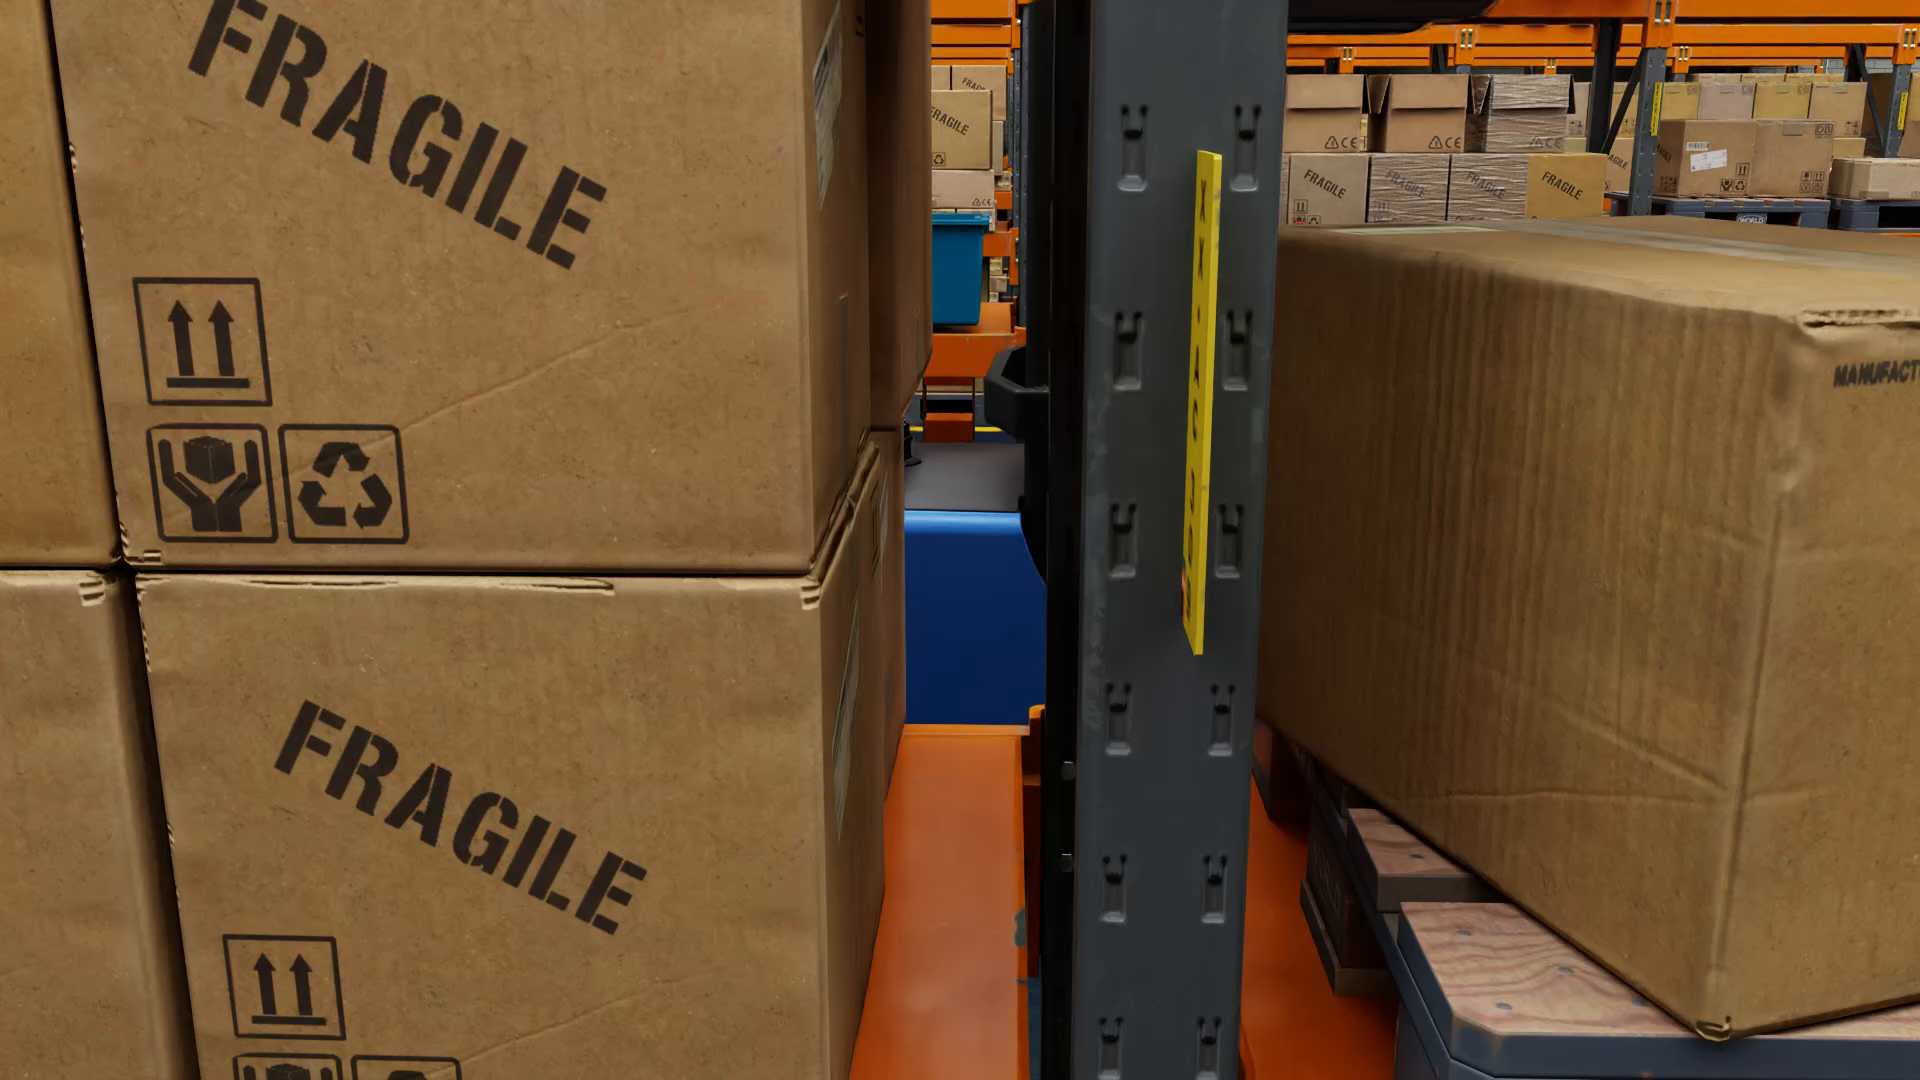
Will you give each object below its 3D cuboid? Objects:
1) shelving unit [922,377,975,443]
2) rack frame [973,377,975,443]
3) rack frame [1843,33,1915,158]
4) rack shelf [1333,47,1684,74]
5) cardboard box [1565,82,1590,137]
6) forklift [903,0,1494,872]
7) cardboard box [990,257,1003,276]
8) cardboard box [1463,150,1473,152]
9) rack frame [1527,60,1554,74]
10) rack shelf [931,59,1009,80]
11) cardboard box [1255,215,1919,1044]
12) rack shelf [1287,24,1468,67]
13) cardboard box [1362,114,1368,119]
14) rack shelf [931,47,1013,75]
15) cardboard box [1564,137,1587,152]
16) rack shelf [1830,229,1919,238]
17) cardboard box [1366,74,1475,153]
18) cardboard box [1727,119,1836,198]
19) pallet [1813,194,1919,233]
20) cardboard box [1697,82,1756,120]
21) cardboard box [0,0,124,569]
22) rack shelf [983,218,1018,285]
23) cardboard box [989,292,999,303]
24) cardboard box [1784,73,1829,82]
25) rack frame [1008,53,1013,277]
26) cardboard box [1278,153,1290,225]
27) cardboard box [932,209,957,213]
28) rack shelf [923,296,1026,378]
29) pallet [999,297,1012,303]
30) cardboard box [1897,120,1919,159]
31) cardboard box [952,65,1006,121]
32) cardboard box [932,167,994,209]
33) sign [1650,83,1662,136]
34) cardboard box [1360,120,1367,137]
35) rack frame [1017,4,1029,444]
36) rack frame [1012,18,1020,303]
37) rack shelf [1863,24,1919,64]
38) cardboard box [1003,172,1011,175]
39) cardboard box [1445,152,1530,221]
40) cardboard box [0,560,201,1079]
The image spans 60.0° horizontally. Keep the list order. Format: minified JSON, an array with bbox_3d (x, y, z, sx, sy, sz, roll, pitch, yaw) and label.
[{"bbox_3d":[-0.054,-0.508,8.207,0.252,1.050,0.215,0,15,1],"label":"shelving unit"},{"bbox_3d":[0.068,-0.507,8.204,0.008,1.050,0.200,0,15,1],"label":"rack frame"},{"bbox_3d":[8.648,-3.550,15.914,0.127,3.000,1.000,0,15,1],"label":"rack frame"},{"bbox_3d":[6.674,-5.928,20.460,4.000,0.370,1.077,0,15,1],"label":"rack shelf"},{"bbox_3d":[5.603,-4.099,15.841,0.500,0.500,0.700,0,15,1],"label":"cardboard box"},{"bbox_3d":[0.914,-0.549,4.676,3.031,2.935,1.130,1,15,5],"label":"forklift"},{"bbox_3d":[0.288,-2.650,16.103,0.250,0.149,0.380,1,15,3],"label":"cardboard box"},{"bbox_3d":[3.427,-2.435,11.494,0.500,0.500,0.500,0,15,0],"label":"cardboard box"},{"bbox_3d":[8.796,-6.079,25.500,0.127,3.000,1.000,0,15,1],"label":"rack frame"},{"bbox_3d":[-1.201,-7.246,25.456,4.000,0.370,1.077,0,15,1],"label":"rack shelf"},{"bbox_3d":[0.634,-0.003,1.451,0.500,0.500,0.700,-5,16,-17],"label":"cardboard box"},{"bbox_3d":[2.650,-4.691,15.772,4.000,0.370,1.077,0,15,1],"label":"rack shelf"},{"bbox_3d":[5.118,-5.172,20.461,0.500,0.500,0.500,0,15,0],"label":"cardboard box"},{"bbox_3d":[-1.324,-5.980,20.658,4.000,0.370,1.077,0,15,1],"label":"rack shelf"},{"bbox_3d":[5.599,-3.550,15.719,0.500,0.500,0.500,0,15,1],"label":"cardboard box"},{"bbox_3d":[6.421,-1.951,11.264,4.000,0.370,1.077,0,15,1],"label":"rack shelf"},{"bbox_3d":[3.039,-2.859,11.133,0.637,0.503,0.797,1,15,3],"label":"cardboard box"},{"bbox_3d":[5.523,-2.591,11.263,0.500,0.500,0.700,3,15,10],"label":"cardboard box"},{"bbox_3d":[6.401,-2.216,11.236,1.213,0.211,1.003,0,15,1],"label":"pallet"},{"bbox_3d":[7.132,-4.089,15.804,0.500,0.500,0.700,0,15,2],"label":"cardboard box"},{"bbox_3d":[-0.859,-0.283,1.377,0.500,0.500,0.500,0,15,0],"label":"cardboard box"},{"bbox_3d":[-1.577,-2.003,11.461,4.000,0.370,1.077,0,15,1],"label":"rack shelf"},{"bbox_3d":[0.250,-2.342,16.102,0.250,0.149,0.380,1,15,2],"label":"cardboard box"},{"bbox_3d":[10.119,-5.411,20.231,0.500,0.500,0.700,0,15,0],"label":"cardboard box"},{"bbox_3d":[0.676,-4.865,20.899,0.127,3.000,1.000,0,15,1],"label":"rack frame"},{"bbox_3d":[1.879,-2.313,11.030,0.500,0.500,0.500,0,15,0],"label":"cardboard box"},{"bbox_3d":[-0.148,-2.136,11.049,0.250,0.149,0.380,1,15,3],"label":"cardboard box"},{"bbox_3d":[-1.703,-0.740,6.674,4.000,0.370,1.077,0,15,1],"label":"rack shelf"},{"bbox_3d":[-0.022,-2.249,16.450,1.213,0.211,1.003,0,15,1],"label":"pallet"},{"bbox_3d":[6.685,-2.526,11.009,0.637,0.503,0.797,2,15,7],"label":"cardboard box"},{"bbox_3d":[0.173,-4.212,15.684,0.500,0.500,0.500,0,15,-1],"label":"cardboard box"},{"bbox_3d":[-0.026,-2.345,11.059,0.500,0.250,0.500,0,15,0],"label":"cardboard box"},{"bbox_3d":[4.410,-2.730,10.537,0.005,0.325,0.100,0,15,1],"label":"sign"},{"bbox_3d":[3.634,-3.835,15.499,0.250,0.149,0.380,1,15,3],"label":"cardboard box"},{"bbox_3d":[0.296,-1.074,6.533,0.127,3.000,1.000,0,15,1],"label":"rack frame"},{"bbox_3d":[0.423,-2.338,11.320,0.127,3.000,1.000,0,15,1],"label":"rack frame"},{"bbox_3d":[10.647,-4.639,15.574,4.000,0.370,1.077,0,15,1],"label":"rack shelf"},{"bbox_3d":[0.375,-3.566,16.467,0.250,0.149,0.380,1,15,3],"label":"cardboard box"},{"bbox_3d":[3.423,-2.305,10.999,0.500,0.500,0.500,0,15,1],"label":"cardboard box"},{"bbox_3d":[-0.856,0.200,1.508,0.500,0.500,0.500,1,15,3],"label":"cardboard box"}]
